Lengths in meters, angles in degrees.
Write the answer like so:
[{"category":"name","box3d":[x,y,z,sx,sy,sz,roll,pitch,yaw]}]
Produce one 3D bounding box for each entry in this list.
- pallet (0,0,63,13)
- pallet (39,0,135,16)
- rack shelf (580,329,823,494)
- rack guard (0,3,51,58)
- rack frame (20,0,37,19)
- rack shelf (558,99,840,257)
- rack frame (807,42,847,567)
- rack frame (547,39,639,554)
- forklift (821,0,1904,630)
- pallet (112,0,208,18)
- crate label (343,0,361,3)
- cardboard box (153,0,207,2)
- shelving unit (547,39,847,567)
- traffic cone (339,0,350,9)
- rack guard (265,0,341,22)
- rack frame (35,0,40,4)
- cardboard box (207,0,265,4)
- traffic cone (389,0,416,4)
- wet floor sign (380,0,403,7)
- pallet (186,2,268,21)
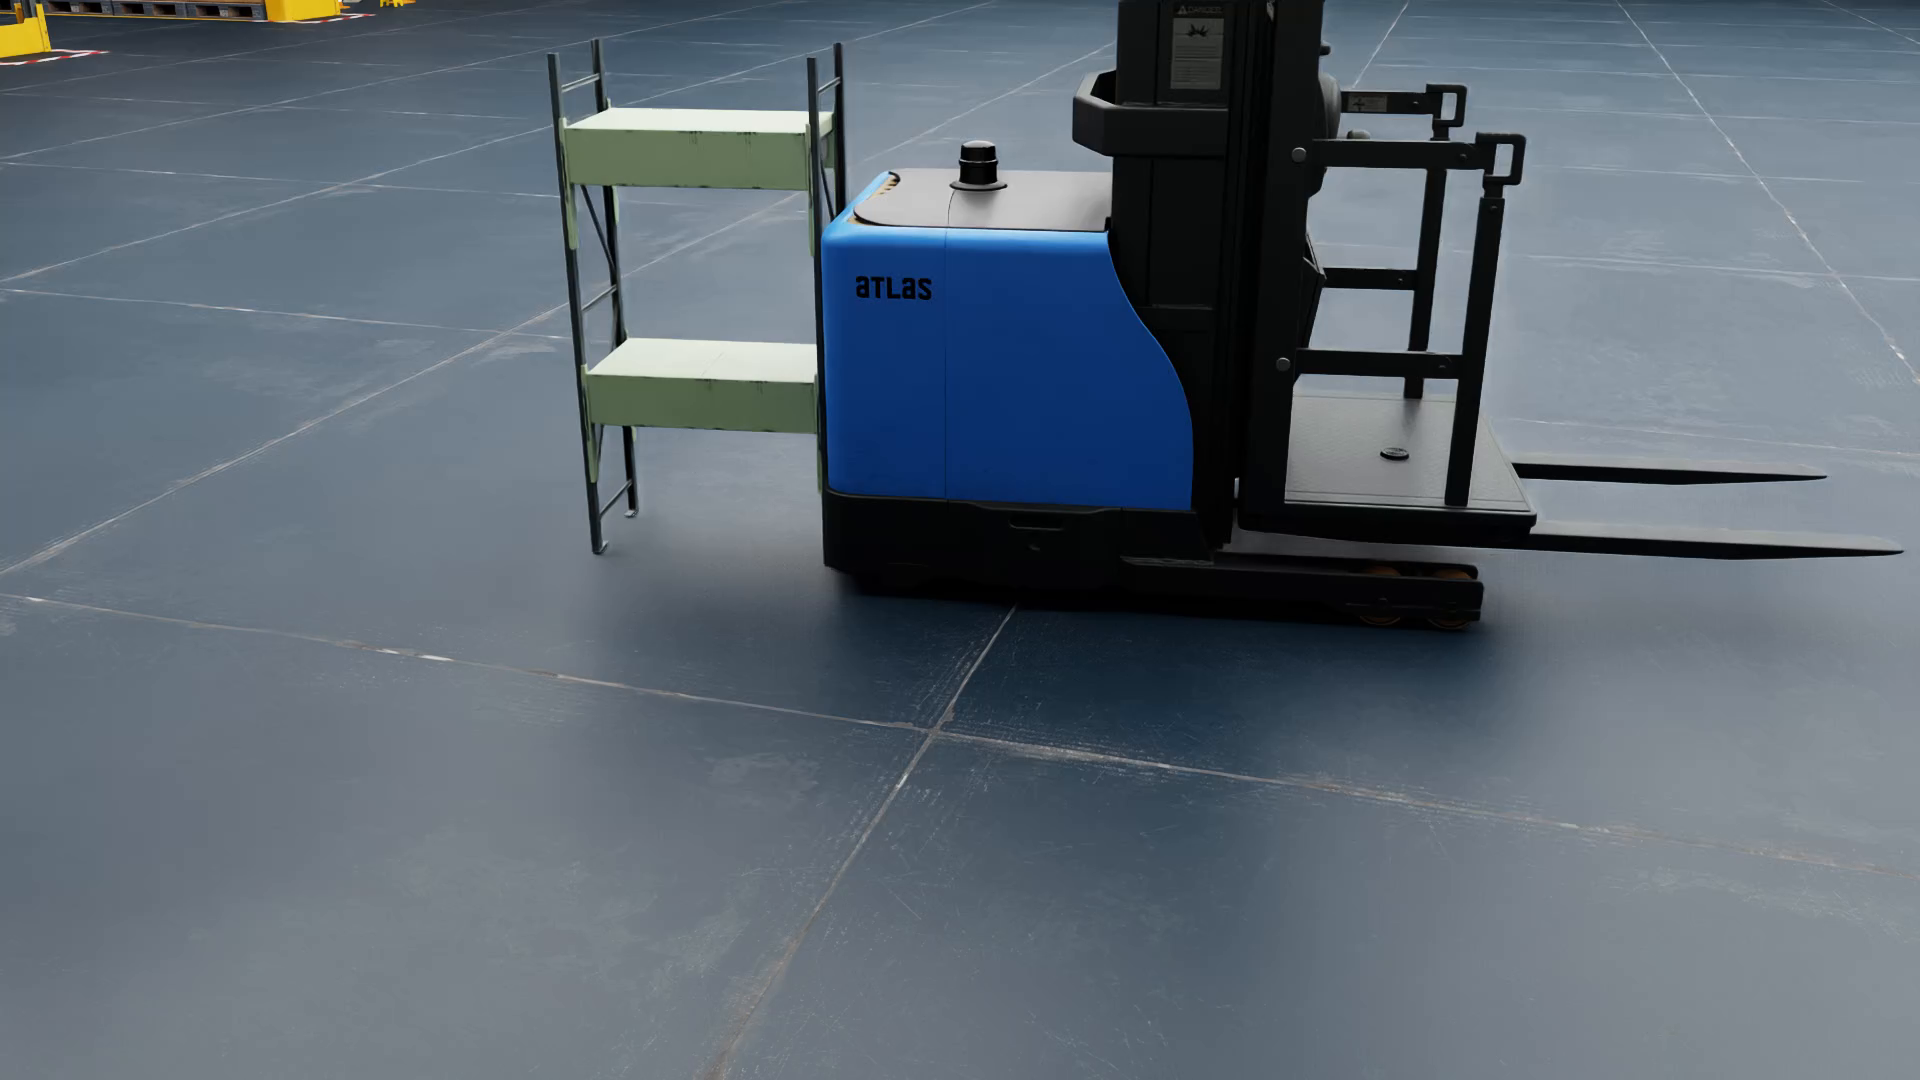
[{"category":"pallet","box3d":[-13.483,-7.671,23.692,1.213,0.211,1.003,7,23,16]},{"category":"pallet","box3d":[-12.017,-7.502,23.280,1.213,0.211,1.003,7,23,15]},{"category":"rack shelf","box3d":[-0.742,-0.405,5.140,0.720,0.370,0.431,3,22,7]},{"category":"rack guard","box3d":[-10.495,-5.526,18.083,0.348,0.500,1.175,7,23,16]},{"category":"rack frame","box3d":[-10.422,-6.674,17.588,0.127,3.000,1.000,7,23,16]},{"category":"rack shelf","box3d":[-0.742,-1.068,4.868,0.720,0.370,0.431,3,22,7]},{"category":"rack frame","box3d":[-0.379,-0.689,4.972,0.023,1.500,0.400,3,22,7]},{"category":"rack frame","box3d":[-1.104,-0.725,5.061,0.023,1.500,0.400,3,22,7]},{"category":"forklift","box3d":[1.161,-1.320,4.625,3.031,2.935,1.130,3,22,7]},{"category":"pallet","box3d":[-10.845,-7.369,22.956,1.213,0.211,1.003,7,23,15]},{"category":"crate label","box3d":[-9.109,-8.152,24.962,0.298,0.136,0.250,-5,23,-12]},{"category":"cardboard box","box3d":[-10.404,-7.822,22.634,0.875,0.875,0.875,6,23,15]},{"category":"shelving unit","box3d":[-0.742,-0.707,5.017,0.755,1.500,0.431,3,22,7]},{"category":"traffic cone","box3d":[-8.991,-7.865,23.835,0.334,0.463,0.336,7,23,16]},{"category":"rack guard","box3d":[-8.870,-7.306,22.422,0.348,0.500,1.175,7,23,16]},{"category":"rack frame","box3d":[-12.722,-8.904,23.023,0.127,3.000,1.000,7,23,16]},{"category":"cardboard box","box3d":[-9.561,-7.727,22.400,0.875,0.875,0.875,7,23,16]},{"category":"traffic cone","box3d":[-8.339,-8.239,24.745,0.334,0.463,0.336,7,23,16]},{"category":"wet floor sign","box3d":[-8.293,-8.092,24.147,0.232,0.644,0.267,3,22,6]},{"category":"pallet","box3d":[-9.681,-7.234,22.628,1.213,0.211,1.003,7,23,15]}]
